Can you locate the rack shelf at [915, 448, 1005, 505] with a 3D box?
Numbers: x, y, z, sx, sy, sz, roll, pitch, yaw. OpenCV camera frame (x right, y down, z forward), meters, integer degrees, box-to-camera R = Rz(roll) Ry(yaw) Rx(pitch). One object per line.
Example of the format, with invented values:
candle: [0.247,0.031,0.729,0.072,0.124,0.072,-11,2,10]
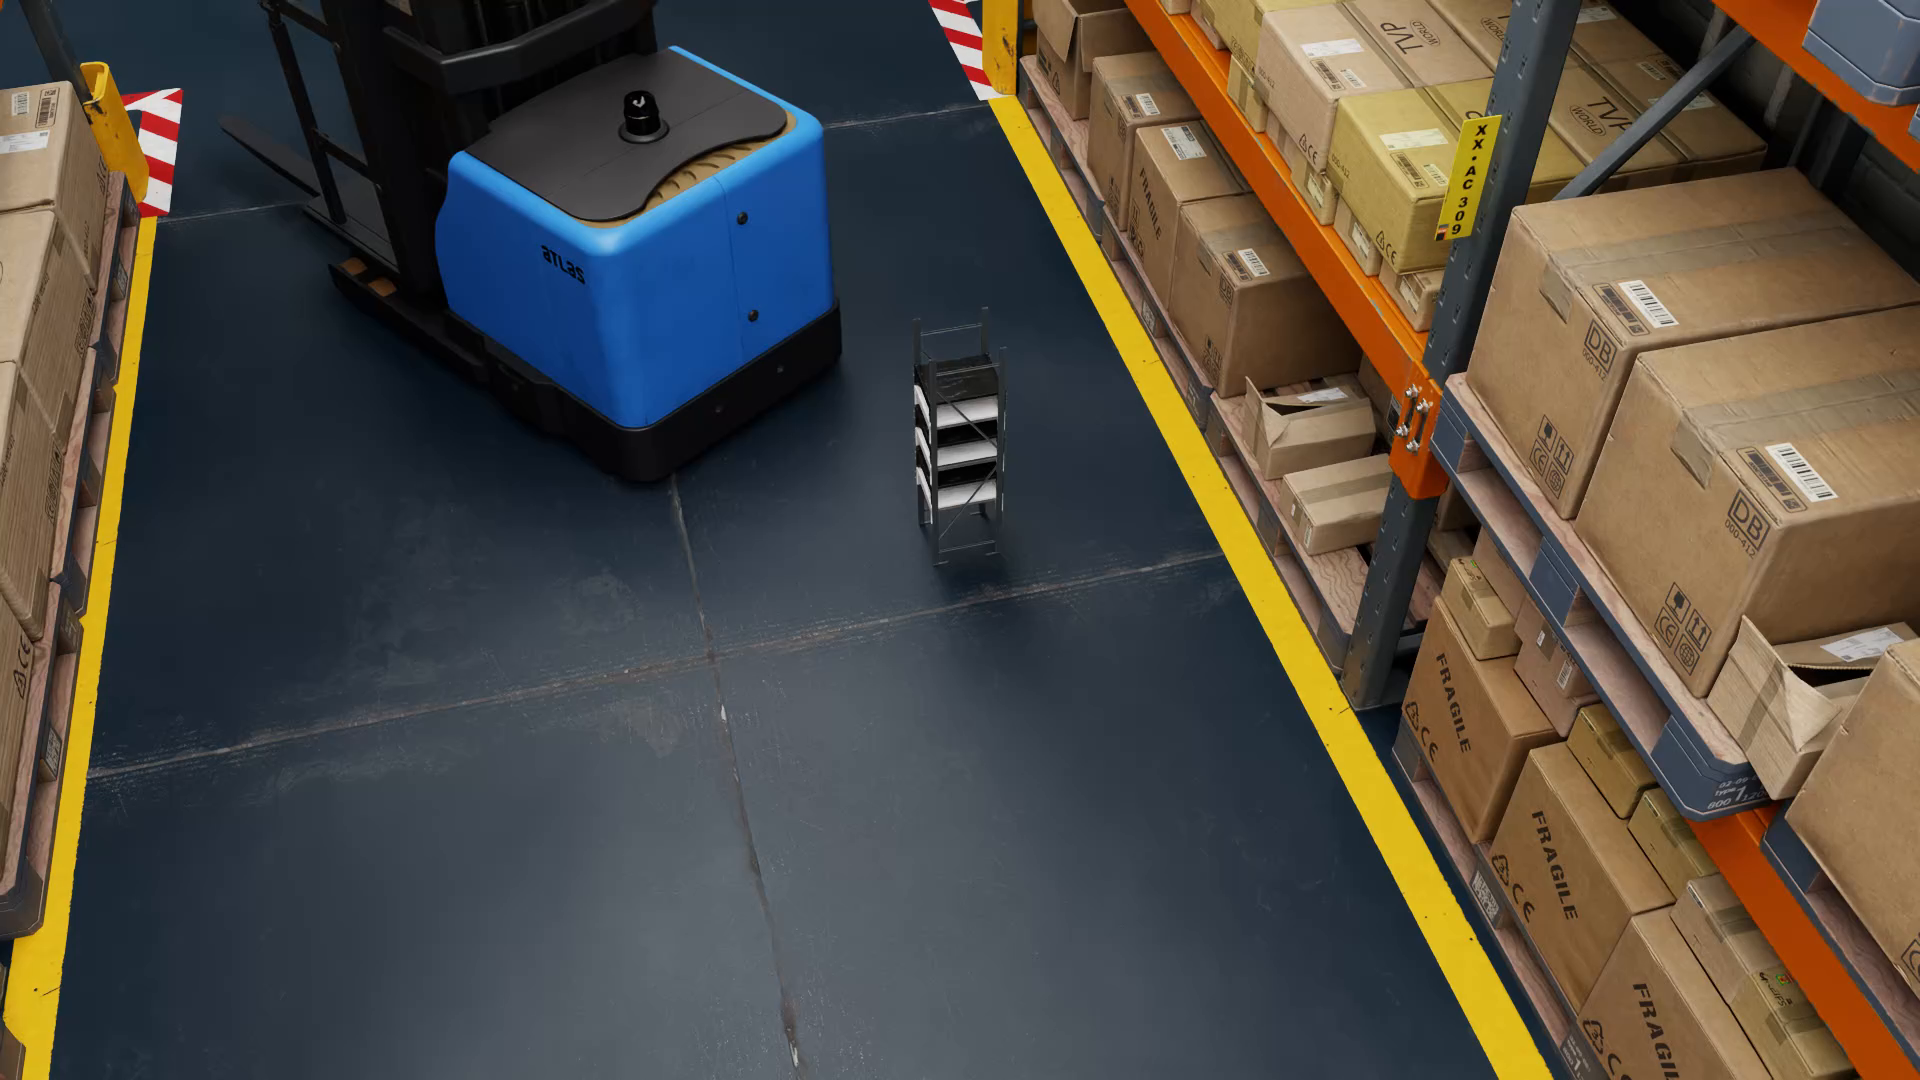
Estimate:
rack shelf: [-0.002,-0.234,5.522,0.258,0.077,0.200,-11,47,-10]

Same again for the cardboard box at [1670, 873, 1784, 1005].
cardboard box: [1.873,0.876,3.793,0.380,0.149,0.250,-11,47,-10]

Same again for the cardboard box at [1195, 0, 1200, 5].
cardboard box: [0.950,-2.043,5.549,0.500,0.250,0.500,-12,47,-11]

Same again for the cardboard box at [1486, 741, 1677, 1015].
cardboard box: [1.757,0.830,4.293,0.500,0.500,0.500,-11,47,-11]

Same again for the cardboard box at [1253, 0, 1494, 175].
cardboard box: [1.196,-1.341,4.861,0.500,0.250,0.500,-11,47,-10]

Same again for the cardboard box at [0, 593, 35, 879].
cardboard box: [-3.150,0.568,4.593,0.875,0.438,0.875,-11,47,-11]

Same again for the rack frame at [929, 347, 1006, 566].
rack frame: [0.024,-0.250,5.365,0.240,0.900,0.006,-11,47,-10]

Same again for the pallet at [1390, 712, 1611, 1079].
pallet: [1.949,0.892,4.729,1.003,0.211,1.213,-11,47,-10]

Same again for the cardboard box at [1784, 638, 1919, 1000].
cardboard box: [1.946,0.453,2.842,0.700,0.500,0.500,-11,47,-11]

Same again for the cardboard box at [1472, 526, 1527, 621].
cardboard box: [1.598,0.043,4.401,0.380,0.149,0.250,-11,47,-11]

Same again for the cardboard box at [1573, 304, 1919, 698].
cardboard box: [1.745,-0.089,3.373,0.700,0.500,0.500,-10,46,-10]

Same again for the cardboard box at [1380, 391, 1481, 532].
cardboard box: [1.764,-0.344,5.576,0.500,0.311,0.500,-9,46,-9]

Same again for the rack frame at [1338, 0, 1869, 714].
rack frame: [1.704,-0.639,4.276,1.000,3.000,0.127,-11,47,-10]

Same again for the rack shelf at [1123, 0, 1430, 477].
rack shelf: [1.192,-1.768,5.886,1.077,0.370,4.000,-11,47,-10]

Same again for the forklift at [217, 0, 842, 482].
forklift: [-1.883,-2.150,5.805,3.031,2.935,1.130,33,54,28]

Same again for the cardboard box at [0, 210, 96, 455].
cardboard box: [-3.609,-0.673,5.809,0.875,0.438,0.875,-10,46,-9]

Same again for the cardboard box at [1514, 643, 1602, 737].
cardboard box: [1.685,0.335,4.323,0.380,0.149,0.250,-12,47,-11]

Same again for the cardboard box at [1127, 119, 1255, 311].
cardboard box: [0.965,-1.253,6.334,0.500,0.500,0.500,-10,46,-10]

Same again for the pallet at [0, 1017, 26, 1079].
pallet: [-2.822,1.766,3.872,1.003,0.211,1.213,-11,47,-10]

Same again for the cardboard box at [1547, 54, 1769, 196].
cardboard box: [1.839,-1.082,4.607,0.500,0.250,0.500,-11,47,-11]

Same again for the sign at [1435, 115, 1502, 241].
sign: [1.182,-0.838,3.865,0.100,0.325,0.005,-11,47,-10]

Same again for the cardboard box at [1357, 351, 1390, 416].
cardboard box: [1.653,-0.587,5.927,0.380,0.149,0.250,-11,47,-11]

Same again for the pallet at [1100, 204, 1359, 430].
pallet: [1.214,-0.981,6.564,1.003,0.211,1.213,-11,47,-10]

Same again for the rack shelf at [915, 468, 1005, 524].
rack shelf: [-0.002,-0.171,5.586,0.258,0.077,0.200,-11,47,-10]

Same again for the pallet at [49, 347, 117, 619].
pallet: [-3.528,-0.136,5.736,1.003,0.211,1.213,-11,47,-10]

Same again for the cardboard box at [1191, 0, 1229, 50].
cardboard box: [1.001,-1.794,5.584,0.380,0.149,0.250,-11,47,-10]

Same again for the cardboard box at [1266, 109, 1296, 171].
cardboard box: [1.160,-1.262,5.062,0.380,0.149,0.250,-10,46,-9]

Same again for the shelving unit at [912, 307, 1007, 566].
shelving unit: [-0.002,-0.321,5.434,0.258,0.900,0.210,-11,47,-10]

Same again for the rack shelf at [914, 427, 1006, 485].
rack shelf: [-0.002,-0.297,5.458,0.258,0.077,0.200,-11,47,-10]

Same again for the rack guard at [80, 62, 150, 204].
rack guard: [-4.123,-1.632,7.000,1.175,0.500,0.348,-11,47,-10]

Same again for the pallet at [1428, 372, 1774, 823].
pallet: [1.804,0.000,3.784,1.003,0.211,1.213,-11,47,-10]

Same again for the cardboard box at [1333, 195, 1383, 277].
cardboard box: [1.291,-0.901,4.709,0.380,0.149,0.250,-10,46,-9]

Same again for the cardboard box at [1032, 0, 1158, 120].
cardboard box: [0.745,-2.234,7.293,0.797,0.503,0.637,-12,47,-12]

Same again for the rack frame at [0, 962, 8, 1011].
rack frame: [-3.093,0.271,3.384,1.000,3.000,0.127,-11,47,-10]

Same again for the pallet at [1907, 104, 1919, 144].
pallet: [2.072,-0.445,2.117,1.213,0.211,1.003,-11,47,-10]
